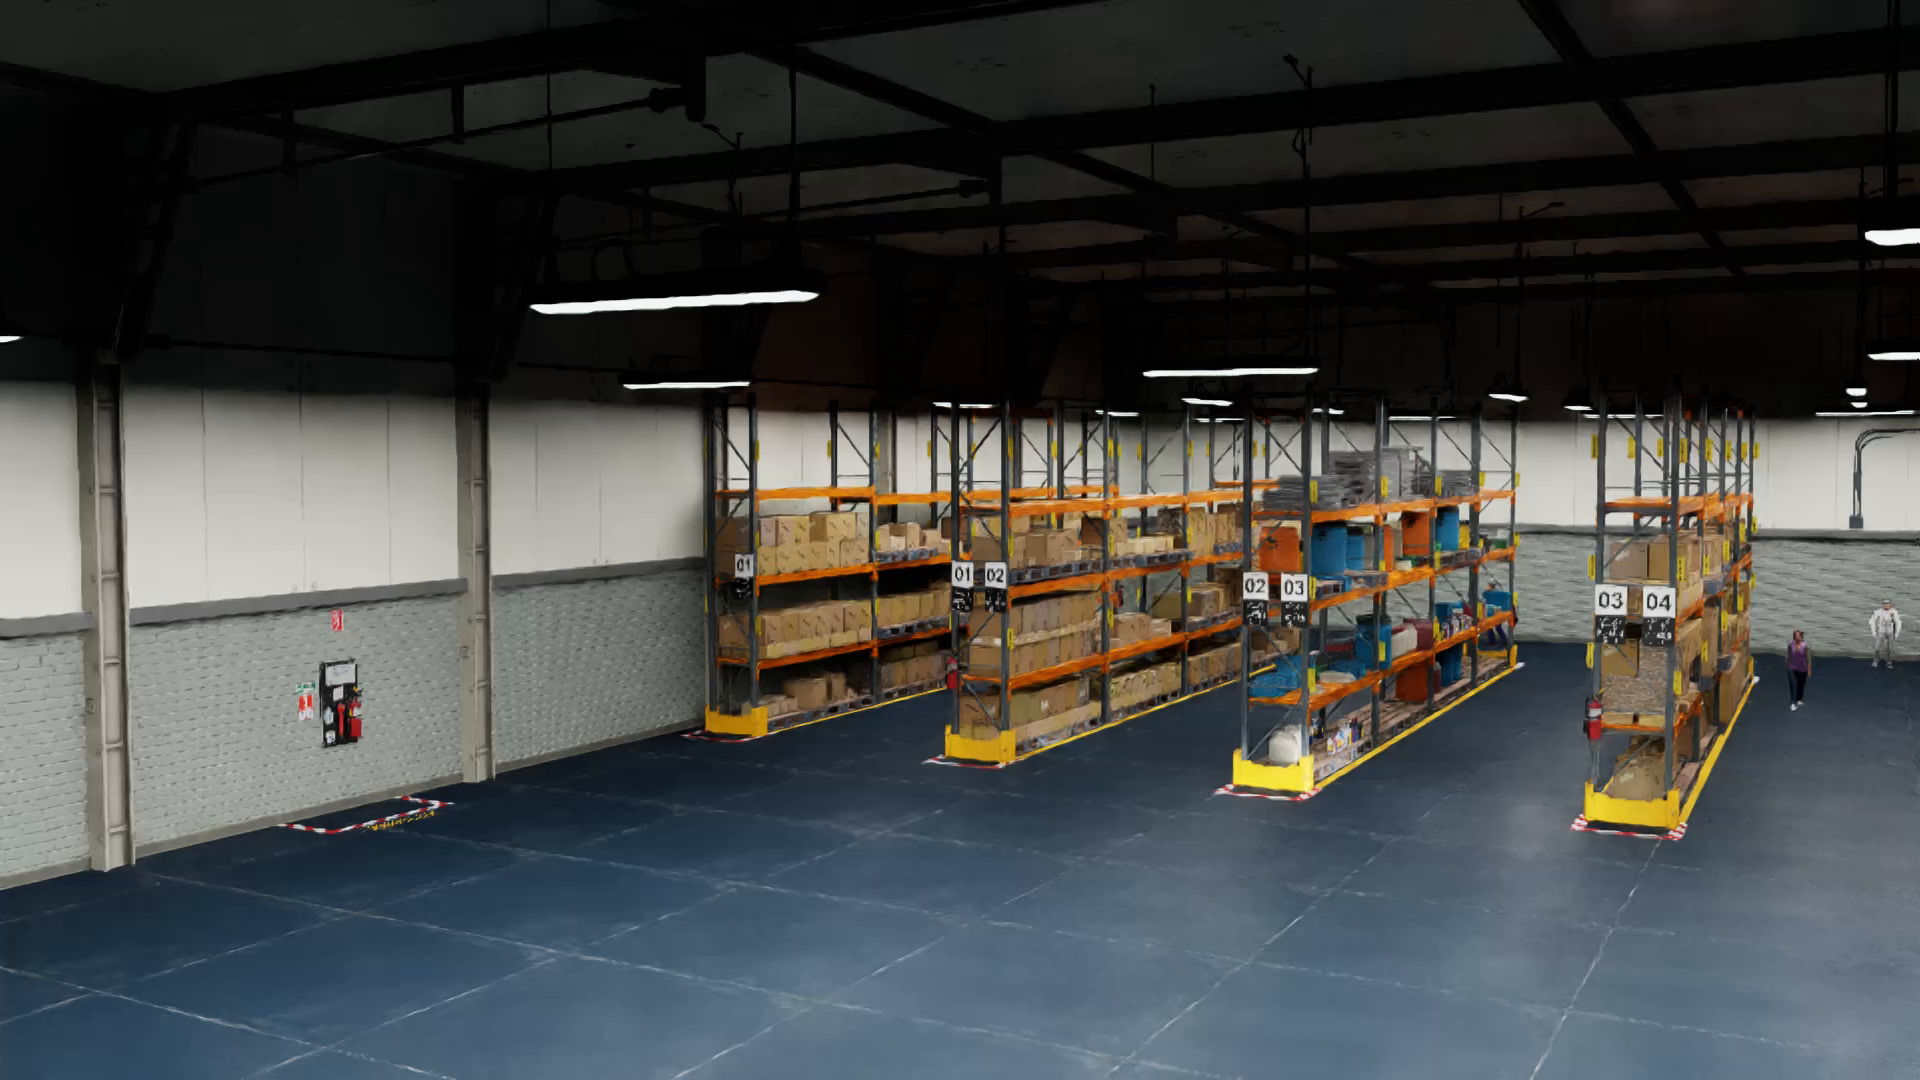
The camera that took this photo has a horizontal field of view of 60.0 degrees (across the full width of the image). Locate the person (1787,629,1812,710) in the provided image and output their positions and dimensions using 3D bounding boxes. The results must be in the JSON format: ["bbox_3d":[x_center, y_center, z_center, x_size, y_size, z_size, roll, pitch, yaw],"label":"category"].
[{"bbox_3d":[16.230,2.485,32.161,0.430,1.539,0.949,2,3,27],"label":"person"}]

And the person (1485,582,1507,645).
[{"bbox_3d":[13.787,1.882,42.765,0.552,1.632,0.548,-1,3,-25],"label":"person"}]

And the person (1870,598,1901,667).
[{"bbox_3d":[21.308,2.128,38.300,0.639,1.627,0.506,2,3,27],"label":"person"}]
